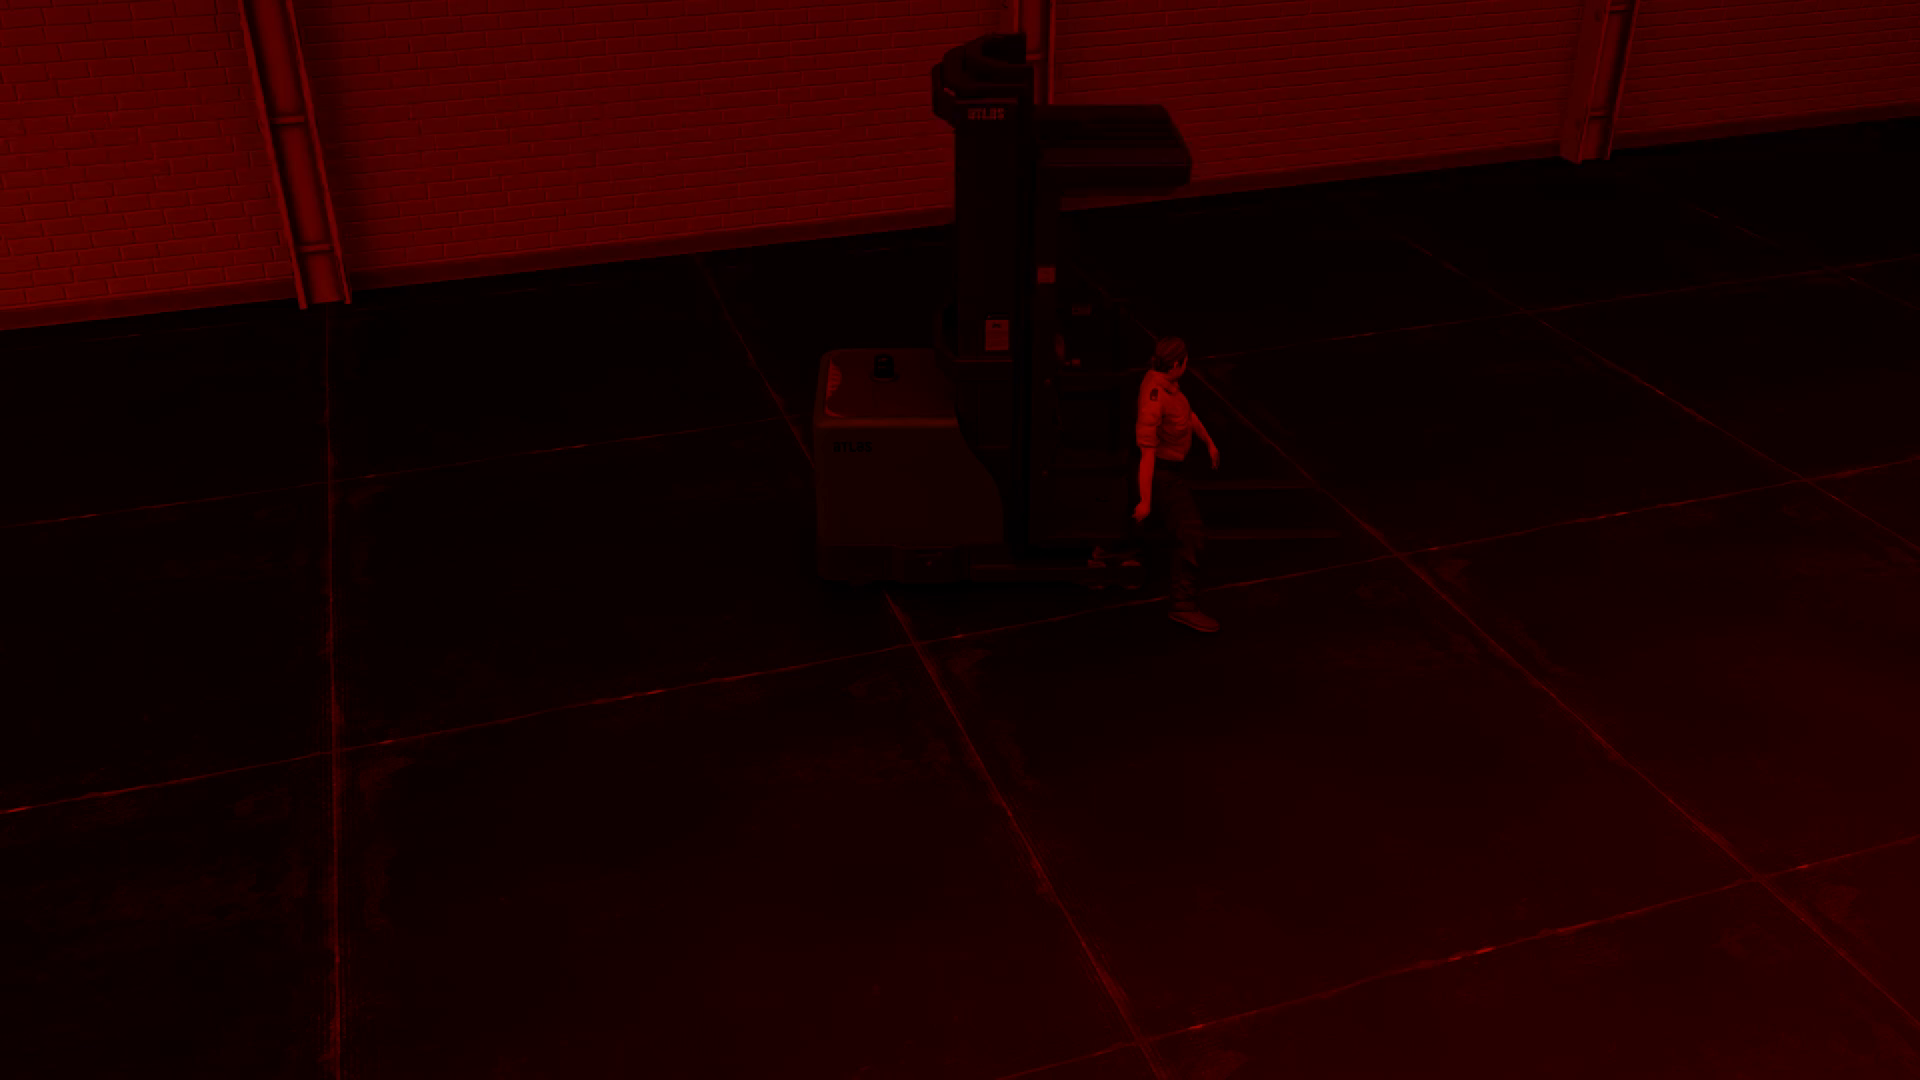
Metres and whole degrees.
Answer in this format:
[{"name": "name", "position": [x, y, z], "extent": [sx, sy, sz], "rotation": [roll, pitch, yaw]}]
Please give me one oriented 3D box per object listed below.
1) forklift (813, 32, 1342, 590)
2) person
[{"name": "forklift", "position": [0.688, -1.249, 9.258], "extent": [3.031, 2.935, 1.130], "rotation": [-1, 30, -1]}, {"name": "person", "position": [1.095, -0.345, 9.042], "extent": [0.718, 1.568, 0.689], "rotation": [2, 30, 4]}]
